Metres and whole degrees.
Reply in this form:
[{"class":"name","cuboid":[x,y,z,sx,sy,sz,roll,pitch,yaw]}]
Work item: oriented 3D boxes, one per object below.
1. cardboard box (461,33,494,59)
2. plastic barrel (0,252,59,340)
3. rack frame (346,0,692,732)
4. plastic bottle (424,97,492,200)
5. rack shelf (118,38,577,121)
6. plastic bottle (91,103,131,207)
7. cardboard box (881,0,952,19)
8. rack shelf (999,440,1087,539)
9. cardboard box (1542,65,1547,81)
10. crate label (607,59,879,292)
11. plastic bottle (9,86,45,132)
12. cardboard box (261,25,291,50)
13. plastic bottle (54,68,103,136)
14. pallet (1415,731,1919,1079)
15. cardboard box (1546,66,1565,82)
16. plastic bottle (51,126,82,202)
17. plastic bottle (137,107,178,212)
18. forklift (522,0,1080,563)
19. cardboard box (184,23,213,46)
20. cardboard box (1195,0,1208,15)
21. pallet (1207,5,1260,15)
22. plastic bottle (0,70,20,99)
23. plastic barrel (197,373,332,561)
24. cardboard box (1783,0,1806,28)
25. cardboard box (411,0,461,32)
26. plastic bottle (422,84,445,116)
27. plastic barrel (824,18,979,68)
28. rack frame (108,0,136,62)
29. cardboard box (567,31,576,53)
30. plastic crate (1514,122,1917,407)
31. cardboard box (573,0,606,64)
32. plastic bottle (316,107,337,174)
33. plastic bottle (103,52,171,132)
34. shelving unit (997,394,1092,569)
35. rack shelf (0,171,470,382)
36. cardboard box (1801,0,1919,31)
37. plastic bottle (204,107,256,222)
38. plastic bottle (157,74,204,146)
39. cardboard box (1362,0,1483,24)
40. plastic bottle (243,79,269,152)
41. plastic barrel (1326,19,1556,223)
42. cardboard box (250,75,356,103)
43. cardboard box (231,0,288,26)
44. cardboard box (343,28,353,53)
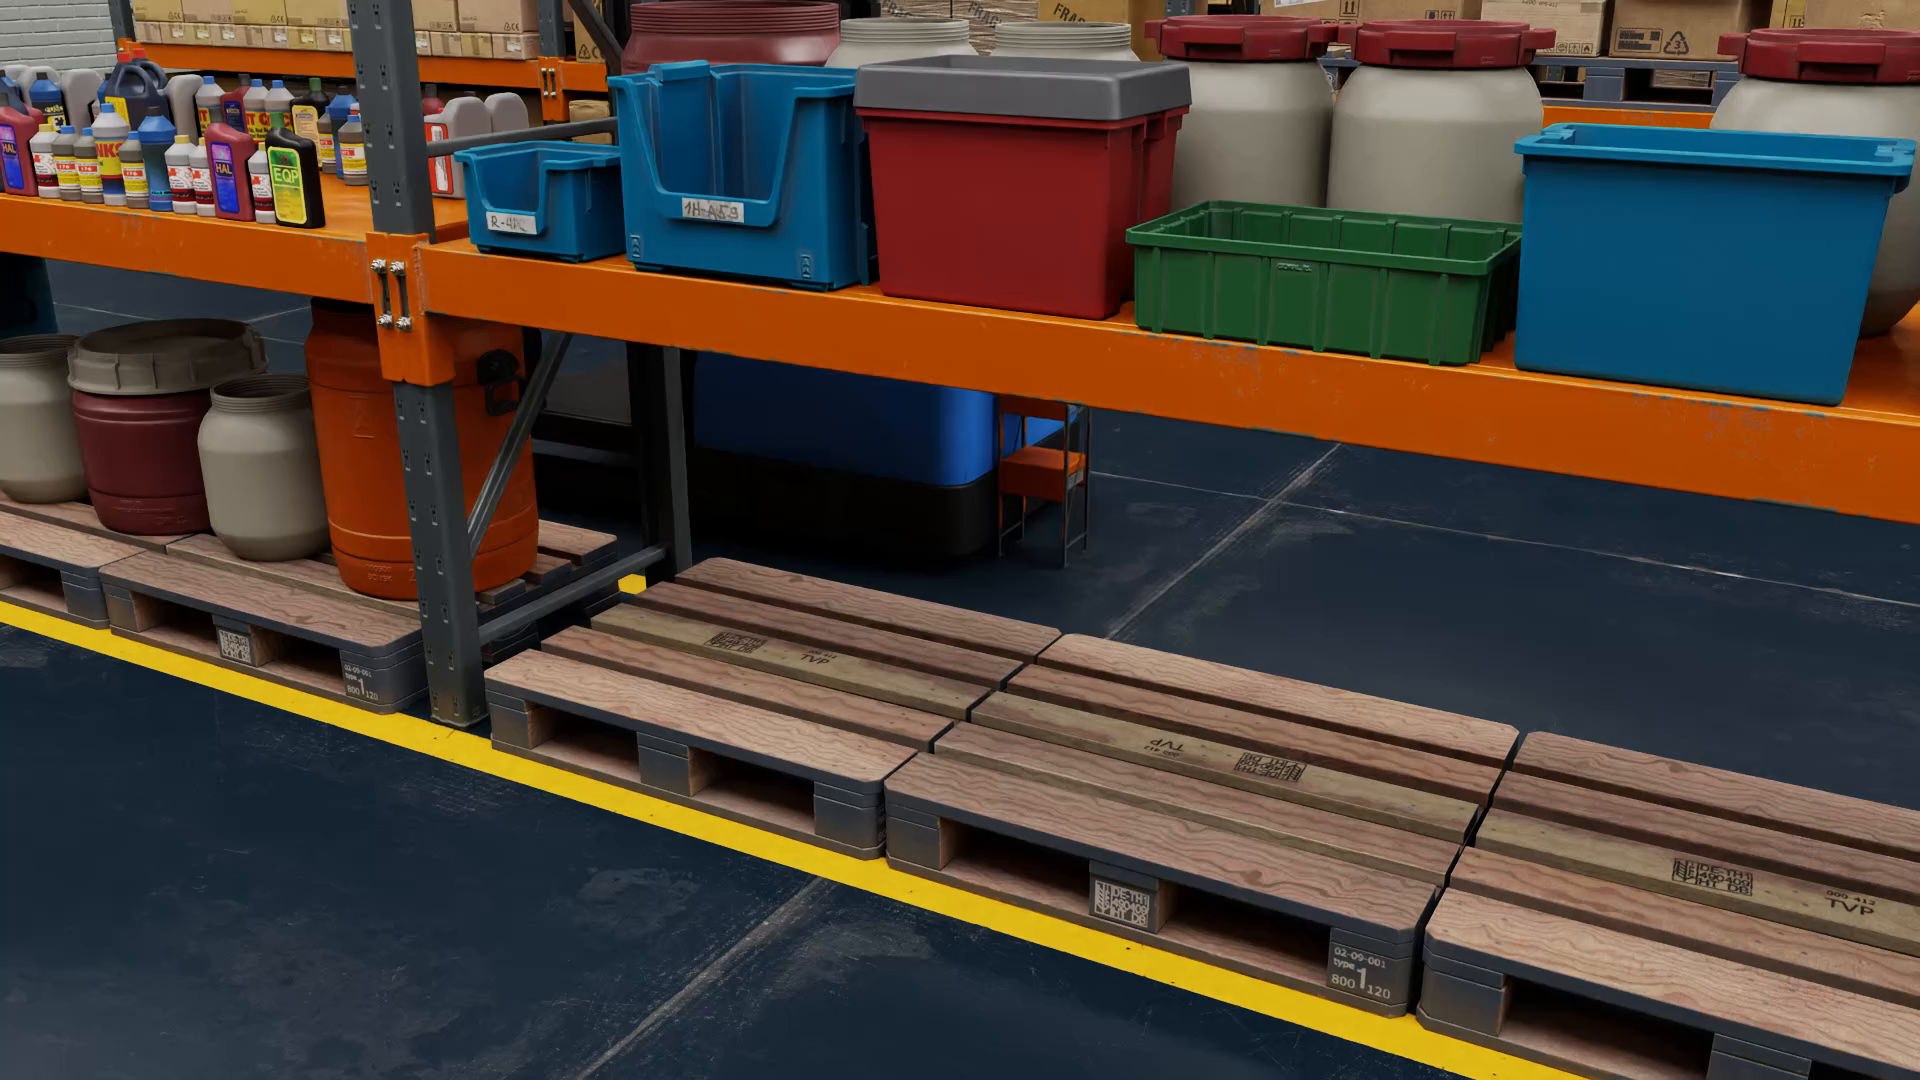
[{"class":"cardboard box","cuboid":[-2.863,-3.074,10.308,0.250,0.149,0.380,11,23,28]},{"class":"plastic barrel","cuboid":[-3.542,-0.719,5.910,0.708,0.901,0.600,11,23,27]},{"class":"rack frame","cuboid":[-1.135,-1.056,4.378,0.127,3.000,1.000,11,23,27]},{"class":"plastic bottle","cuboid":[-1.429,-1.121,4.738,0.135,0.276,0.152,11,23,27]},{"class":"rack shelf","cuboid":[-3.958,-3.190,11.316,4.000,0.370,1.077,11,23,27]},{"class":"plastic bottle","cuboid":[-2.329,-1.064,4.587,0.097,0.271,0.097,0,20,0]},{"class":"cardboard box","cuboid":[-0.158,-2.756,8.917,0.500,0.500,0.500,10,22,26]},{"class":"rack shelf","cuboid":[0.285,-0.174,5.650,0.240,0.259,0.215,10,22,26]},{"class":"cardboard box","cuboid":[5.551,-4.819,17.251,0.875,0.875,0.875,11,22,27]},{"class":"crate label","cuboid":[-0.400,-0.827,3.694,0.616,0.435,0.502,11,23,27]},{"class":"plastic bottle","cuboid":[-2.785,-1.205,4.960,0.133,0.283,0.061,11,23,27]},{"class":"cardboard box","cuboid":[-4.431,-3.373,11.132,0.250,0.149,0.380,11,22,27]},{"class":"plastic bottle","cuboid":[-3.046,-1.488,5.751,0.135,0.276,0.152,11,23,27]},{"class":"pallet","cuboid":[1.653,0.801,3.348,1.213,0.211,1.003,11,23,27]},{"class":"cardboard box","cuboid":[7.625,-6.074,21.261,0.500,0.500,0.500,10,22,26]},{"class":"plastic bottle","cuboid":[-2.499,-1.063,4.688,0.097,0.201,0.097,0,20,0]},{"class":"plastic bottle","cuboid":[-2.159,-1.031,4.498,0.097,0.271,0.097,0,20,0]},{"class":"forklift","cuboid":[-1.099,-1.639,6.086,3.031,2.935,1.130,10,22,26]},{"class":"cardboard box","cuboid":[-5.106,-3.501,11.486,0.250,0.149,0.380,10,22,26]},{"class":"cardboard box","cuboid":[0.989,-2.739,8.872,0.500,0.500,0.500,12,23,29]},{"class":"pallet","cuboid":[2.040,-4.217,13.374,1.213,0.211,1.003,11,23,27]},{"class":"plastic bottle","cuboid":[-3.293,-1.484,5.747,0.097,0.271,0.097,0,20,0]},{"class":"plastic barrel","cuboid":[-2.107,-0.228,5.126,0.421,0.512,0.421,0,20,0]},{"class":"cardboard box","cuboid":[5.811,-3.547,11.099,0.500,0.500,0.500,11,23,28]},{"class":"cardboard box","cuboid":[-3.178,-3.346,10.474,0.500,0.250,0.500,12,23,29]},{"class":"plastic bottle","cuboid":[-1.620,-1.238,5.049,0.133,0.283,0.061,11,23,27]},{"class":"plastic barrel","cuboid":[-0.133,-1.001,4.062,0.421,0.512,0.421,0,20,0]},{"class":"rack frame","cuboid":[-5.704,-3.861,12.110,0.127,3.000,1.000,11,23,27]},{"class":"cardboard box","cuboid":[-2.308,-3.226,10.728,0.250,0.149,0.380,11,23,27]},{"class":"plastic crate","cuboid":[1.242,-0.474,2.797,0.575,0.384,0.392,11,23,27]},{"class":"cardboard box","cuboid":[-1.932,-3.092,9.843,0.500,0.500,0.500,11,23,27]},{"class":"plastic bottle","cuboid":[-1.963,-1.257,5.224,0.097,0.201,0.097,0,20,0]},{"class":"plastic bottle","cuboid":[-2.660,-1.392,5.376,0.185,0.351,0.144,11,23,27]},{"class":"shelving unit","cuboid":[0.285,-0.445,5.552,0.252,1.050,0.215,10,22,26]},{"class":"rack shelf","cuboid":[-2.881,-1.051,5.417,4.000,0.370,1.077,11,23,27]},{"class":"cardboard box","cuboid":[4.147,-2.519,6.914,1.000,1.000,1.000,11,23,28]},{"class":"plastic bottle","cuboid":[-1.898,-0.980,4.339,0.133,0.283,0.061,11,23,27]},{"class":"plastic bottle","cuboid":[-2.566,-1.397,5.498,0.135,0.276,0.152,11,23,27]},{"class":"cardboard box","cuboid":[2.308,-2.634,7.965,0.500,0.500,0.700,15,25,35]},{"class":"plastic bottle","cuboid":[-2.250,-1.345,5.363,0.097,0.271,0.097,0,20,0]},{"class":"plastic barrel","cuboid":[0.988,-0.801,3.476,0.433,0.535,0.433,0,20,0]},{"class":"cardboard box","cuboid":[-4.311,-2.826,11.756,0.875,0.875,0.875,11,23,27]},{"class":"cardboard box","cuboid":[-4.522,-3.601,11.177,0.500,0.250,0.500,10,22,26]},{"class":"cardboard box","cuboid":[-3.760,-3.245,10.779,0.250,0.149,0.380,10,22,26]}]
